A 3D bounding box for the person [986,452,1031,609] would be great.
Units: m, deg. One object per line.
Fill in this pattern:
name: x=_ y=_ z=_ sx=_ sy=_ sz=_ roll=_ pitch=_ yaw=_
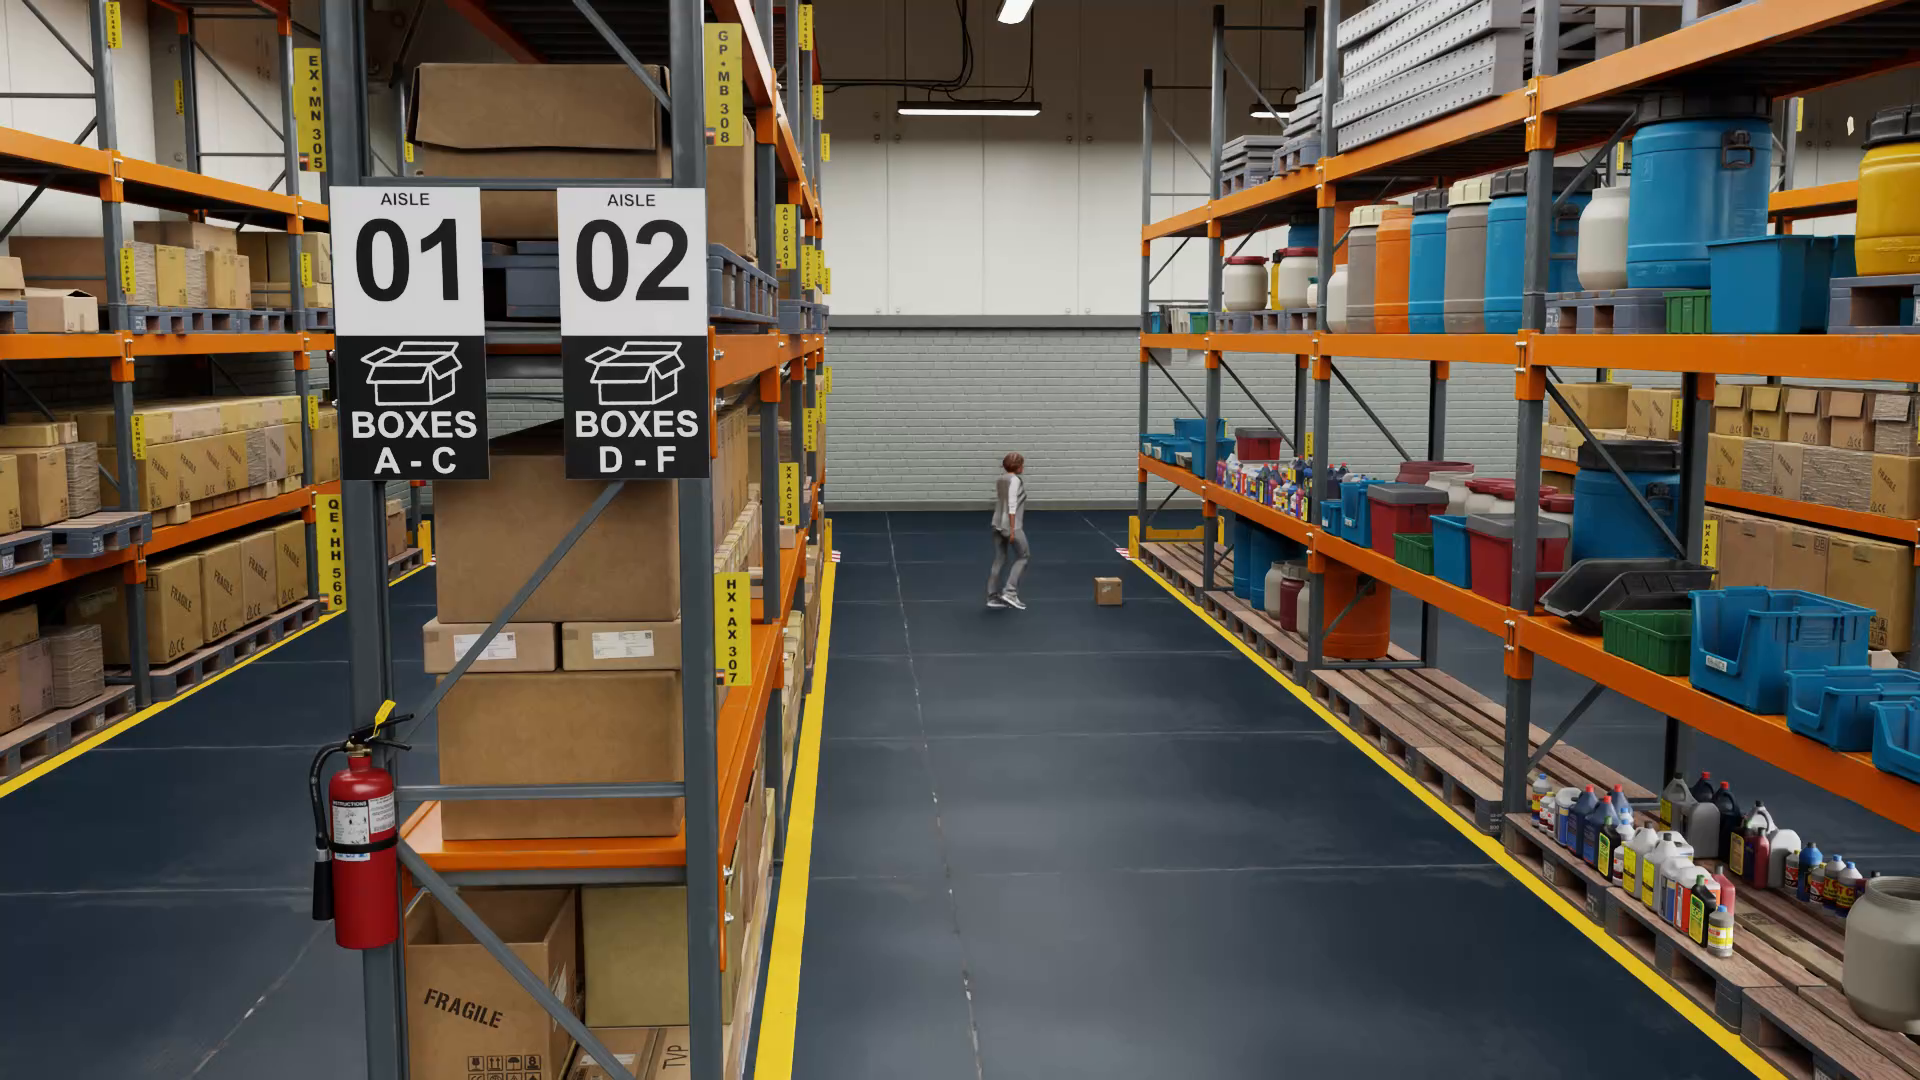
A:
person: x=0.465 y=-0.095 z=16.991 sx=0.459 sy=1.595 sz=0.423 roll=-4 pitch=8 yaw=-32
